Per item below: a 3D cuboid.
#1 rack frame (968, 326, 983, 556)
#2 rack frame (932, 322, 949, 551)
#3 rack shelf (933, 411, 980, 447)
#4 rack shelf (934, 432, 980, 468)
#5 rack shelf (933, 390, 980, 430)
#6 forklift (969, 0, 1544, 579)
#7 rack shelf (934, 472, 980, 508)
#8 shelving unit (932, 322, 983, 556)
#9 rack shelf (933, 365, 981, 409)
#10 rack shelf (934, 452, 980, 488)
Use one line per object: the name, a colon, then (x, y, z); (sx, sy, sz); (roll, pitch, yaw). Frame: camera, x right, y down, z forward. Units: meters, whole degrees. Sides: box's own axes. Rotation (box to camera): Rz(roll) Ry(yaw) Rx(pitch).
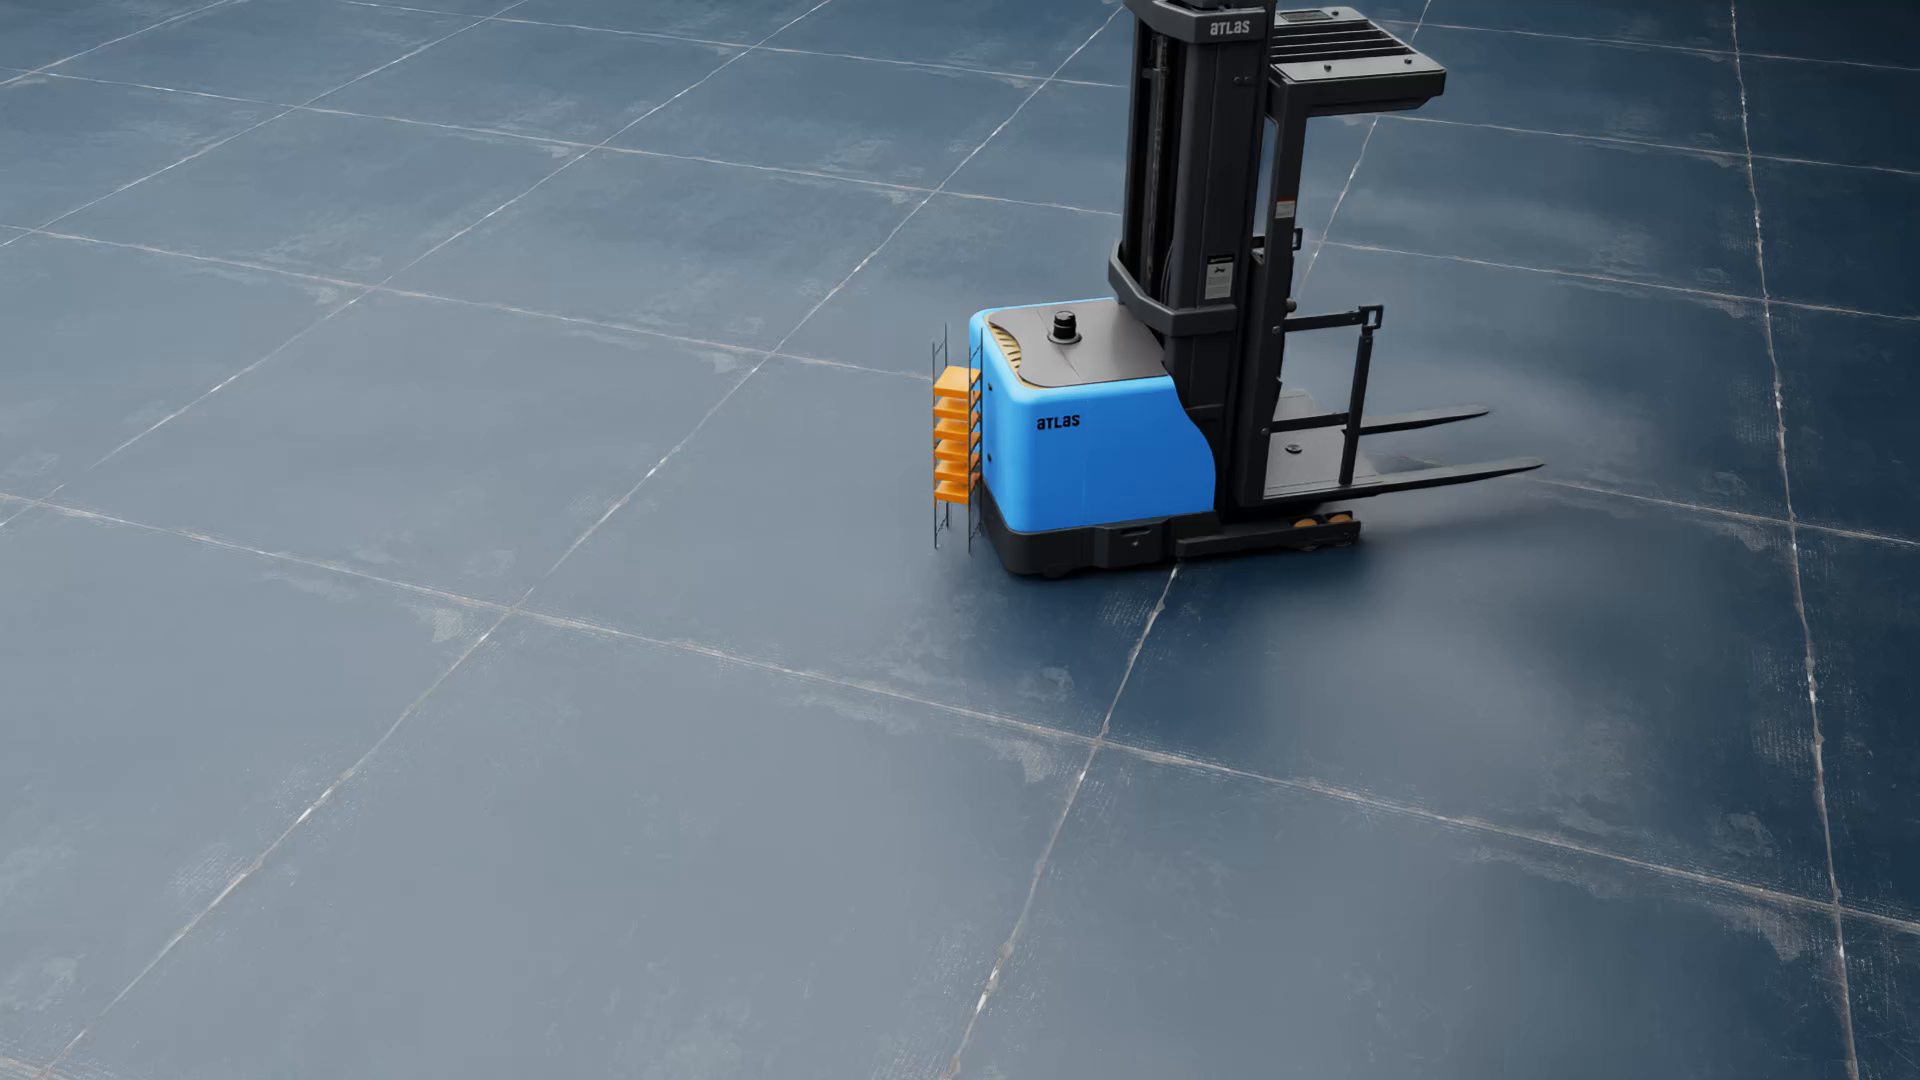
rack frame: (0.077, -0.482, 8.390); (0.006, 1.200, 0.240); (9, 34, 14)
rack frame: (-0.098, -0.510, 8.433); (0.006, 1.200, 0.240); (9, 34, 14)
rack shelf: (-0.010, -0.559, 8.370); (0.180, 0.103, 0.258); (9, 34, 14)
rack shelf: (-0.010, -0.459, 8.435); (0.180, 0.103, 0.258); (9, 34, 14)
rack shelf: (-0.011, -0.660, 8.305); (0.180, 0.103, 0.258); (9, 34, 14)
forklift: (1.608, -1.446, 8.288); (3.031, 2.935, 1.130); (-7, 34, -11)
rack shelf: (-0.010, -0.257, 8.566); (0.180, 0.103, 0.258); (9, 34, 14)
shelving unit: (-0.010, -0.496, 8.411); (0.189, 1.200, 0.258); (9, 34, 14)
rack shelf: (-0.011, -0.761, 8.240); (0.180, 0.103, 0.258); (9, 34, 14)
rack shelf: (-0.010, -0.358, 8.501); (0.180, 0.103, 0.258); (9, 34, 14)
